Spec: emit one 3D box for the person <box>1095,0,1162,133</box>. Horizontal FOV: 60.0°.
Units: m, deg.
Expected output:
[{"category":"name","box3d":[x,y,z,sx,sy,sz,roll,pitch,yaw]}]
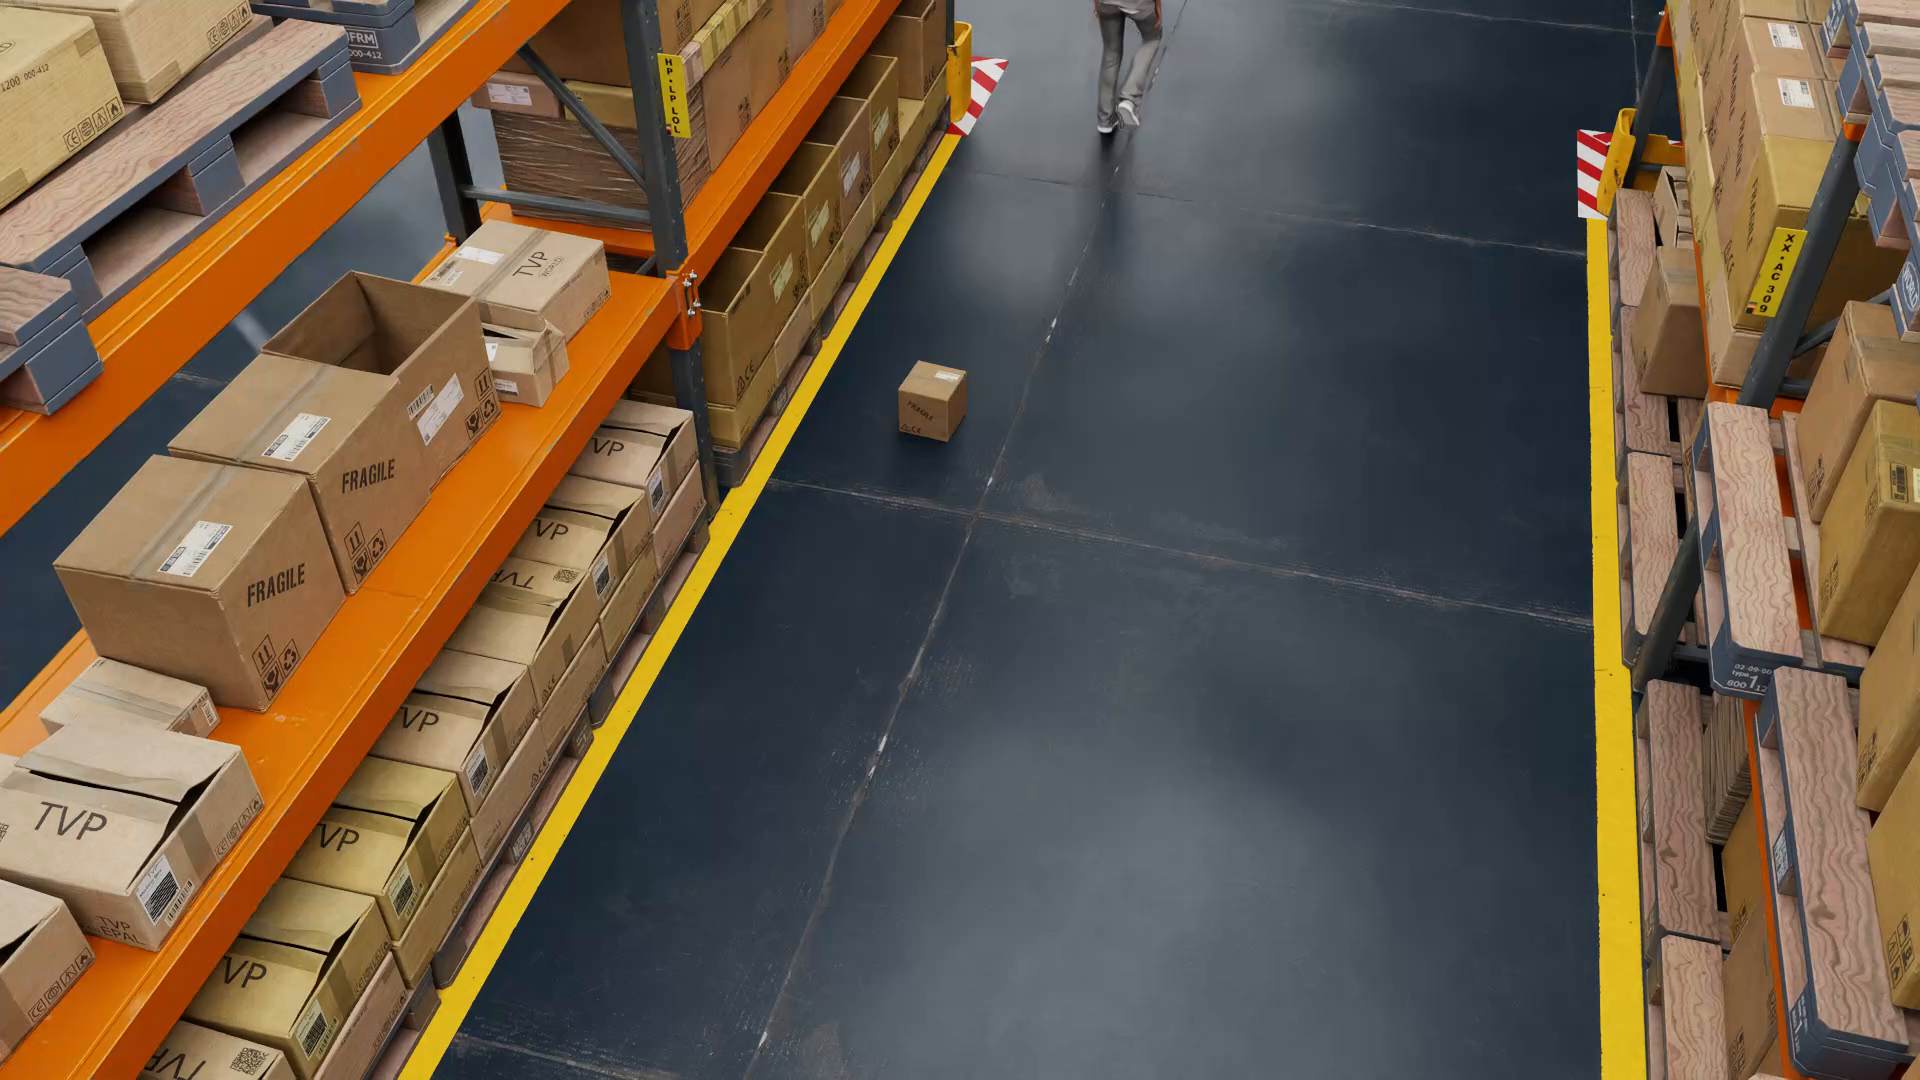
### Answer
[{"category":"person","box3d":[0.979,-3.149,9.678,0.442,1.601,0.418,13,43,14]}]
